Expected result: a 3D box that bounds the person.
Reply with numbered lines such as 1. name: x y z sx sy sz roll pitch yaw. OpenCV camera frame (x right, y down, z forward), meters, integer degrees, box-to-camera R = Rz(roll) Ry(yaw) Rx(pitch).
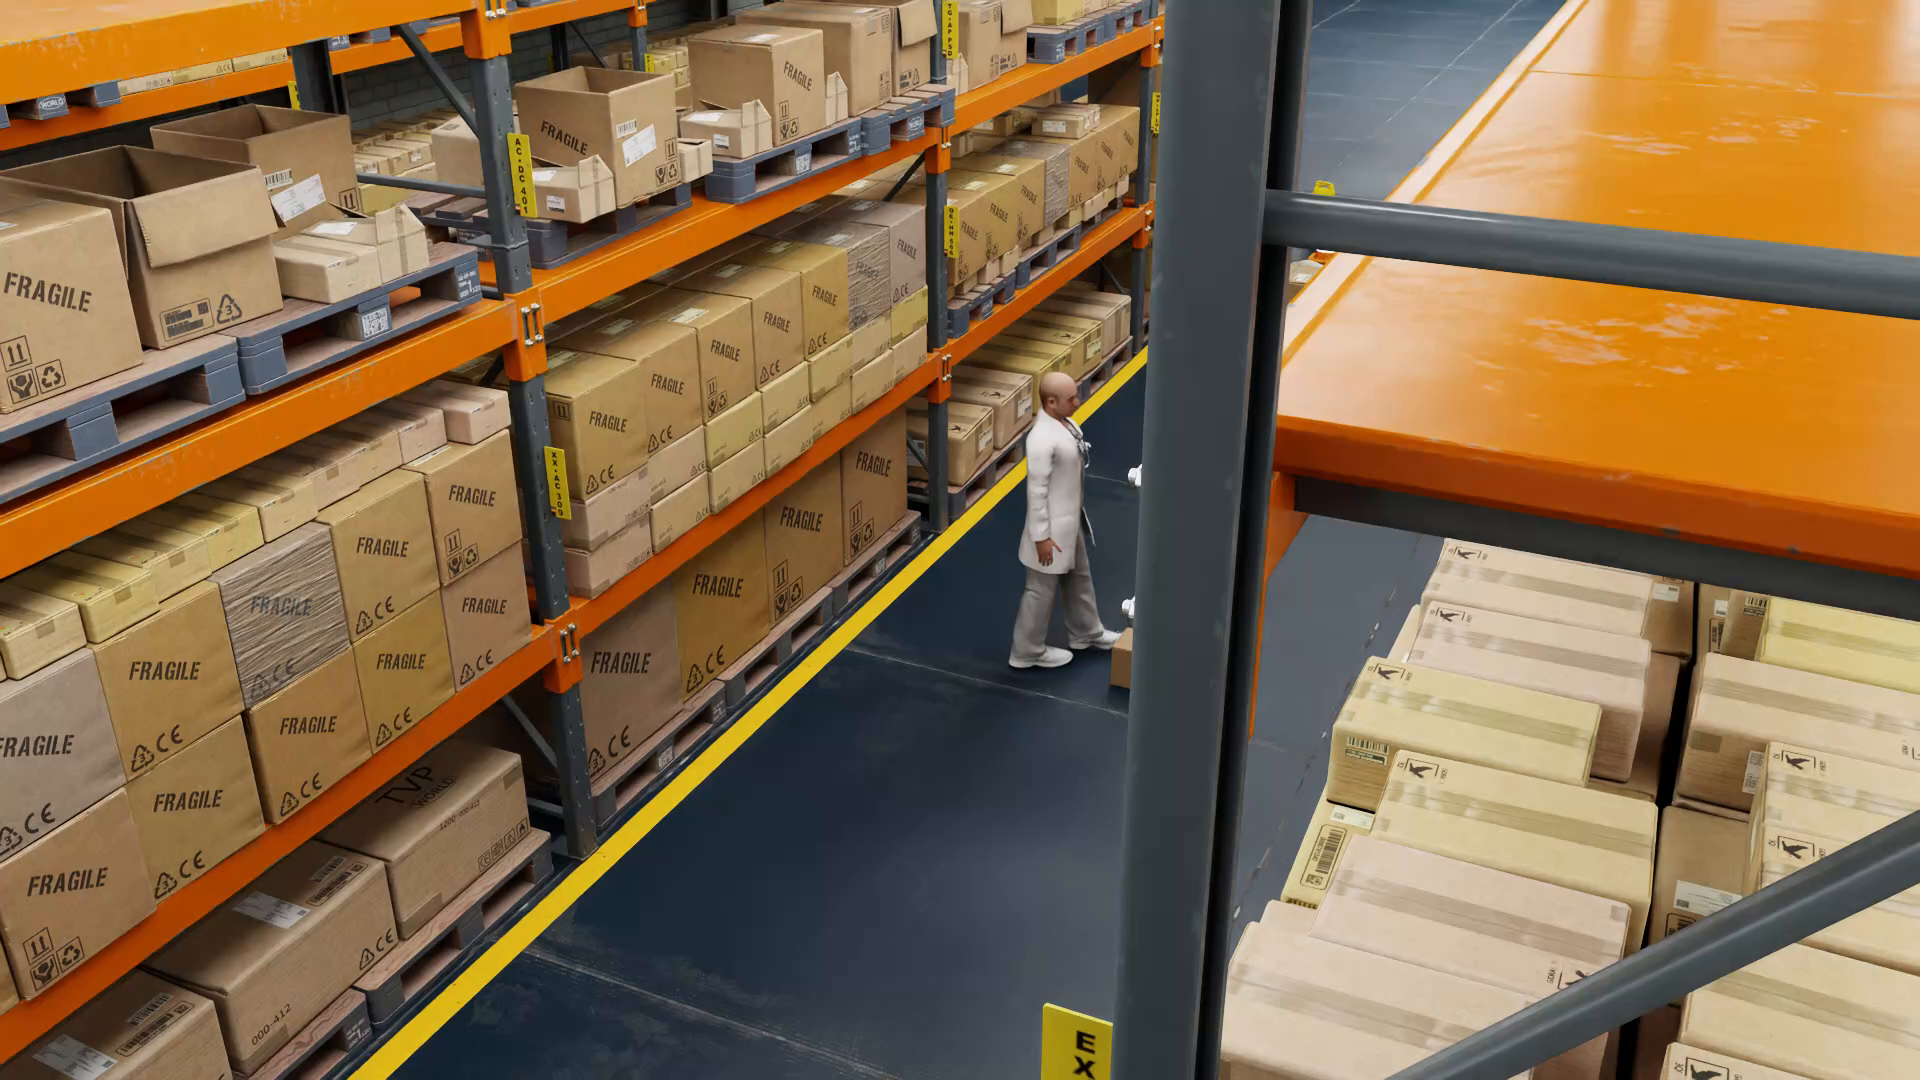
1. person: 0.641 -0.101 9.324 0.674 1.777 0.614 5 26 11
